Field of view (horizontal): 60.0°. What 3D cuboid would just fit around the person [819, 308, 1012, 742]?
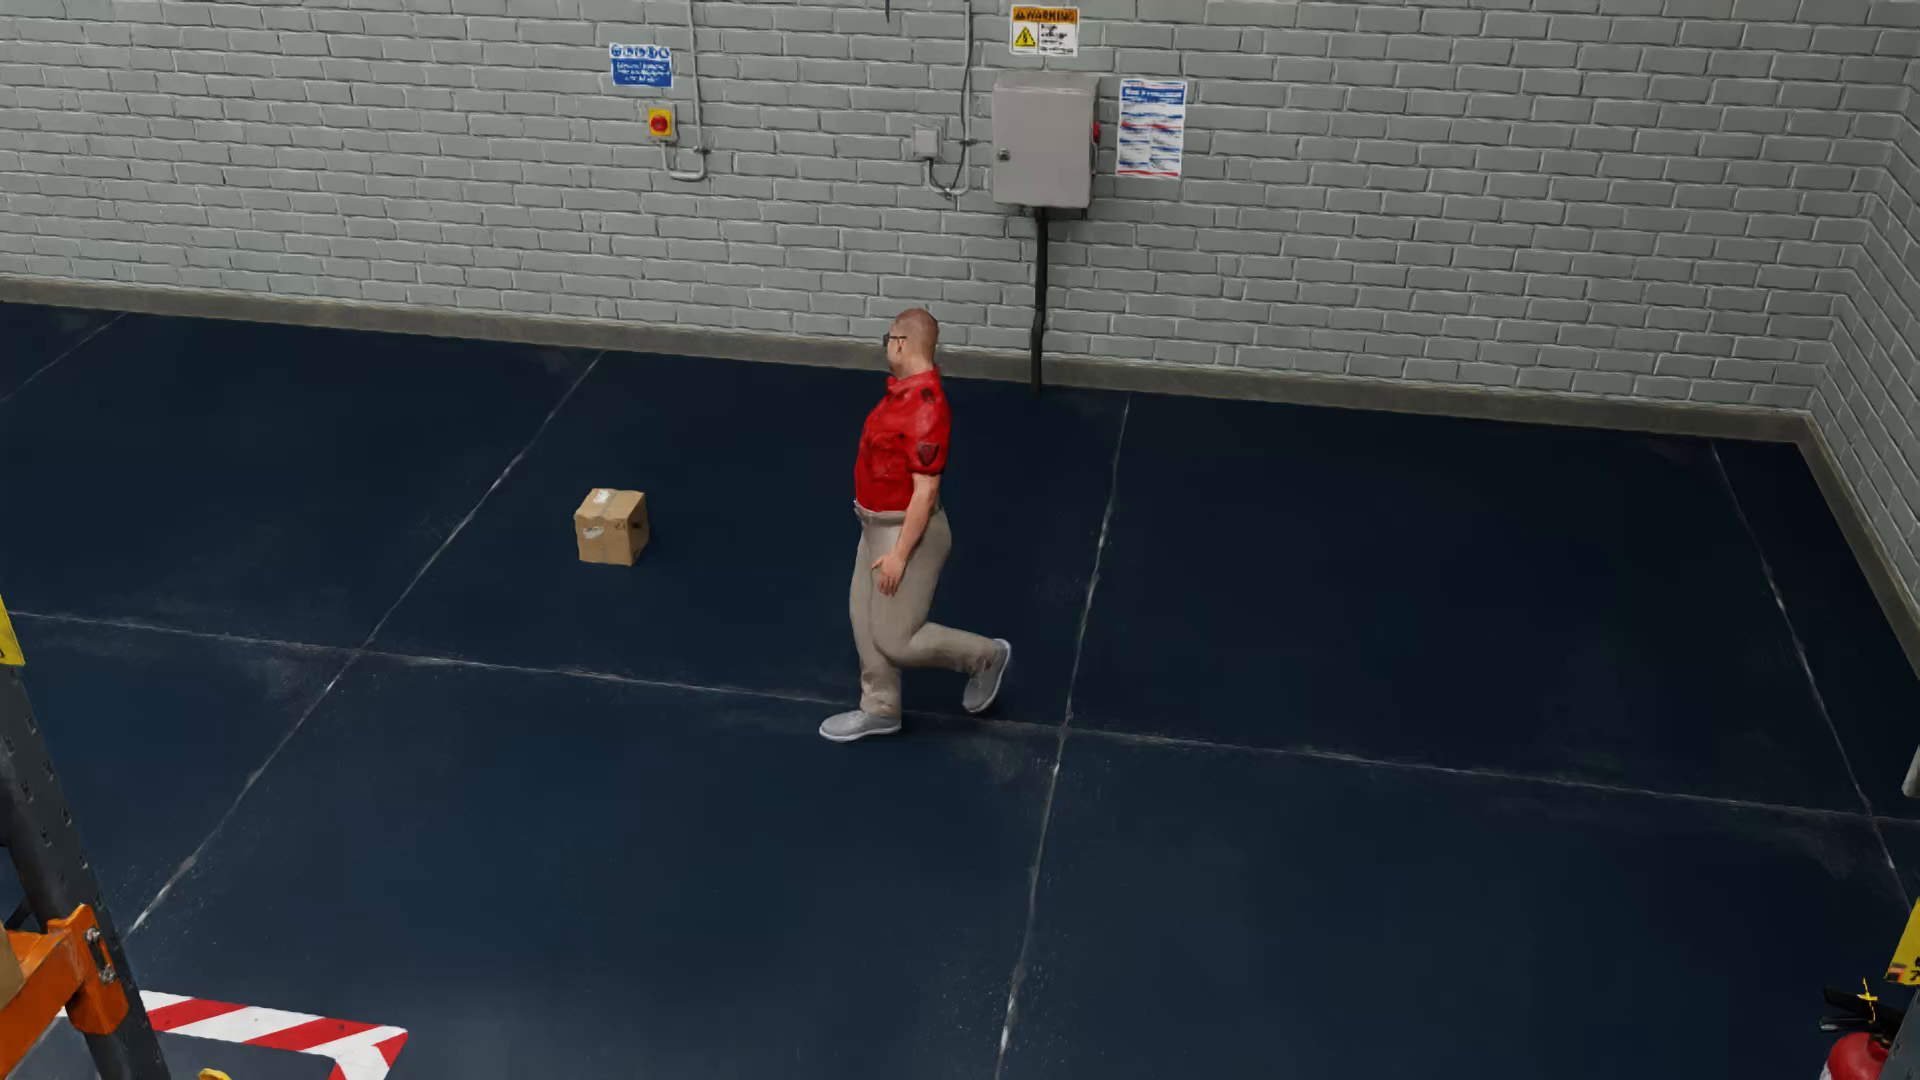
[{"bbox_3d":[-0.205,-0.035,6.249,0.748,1.675,0.599,-6,33,-9],"label":"person"}]
